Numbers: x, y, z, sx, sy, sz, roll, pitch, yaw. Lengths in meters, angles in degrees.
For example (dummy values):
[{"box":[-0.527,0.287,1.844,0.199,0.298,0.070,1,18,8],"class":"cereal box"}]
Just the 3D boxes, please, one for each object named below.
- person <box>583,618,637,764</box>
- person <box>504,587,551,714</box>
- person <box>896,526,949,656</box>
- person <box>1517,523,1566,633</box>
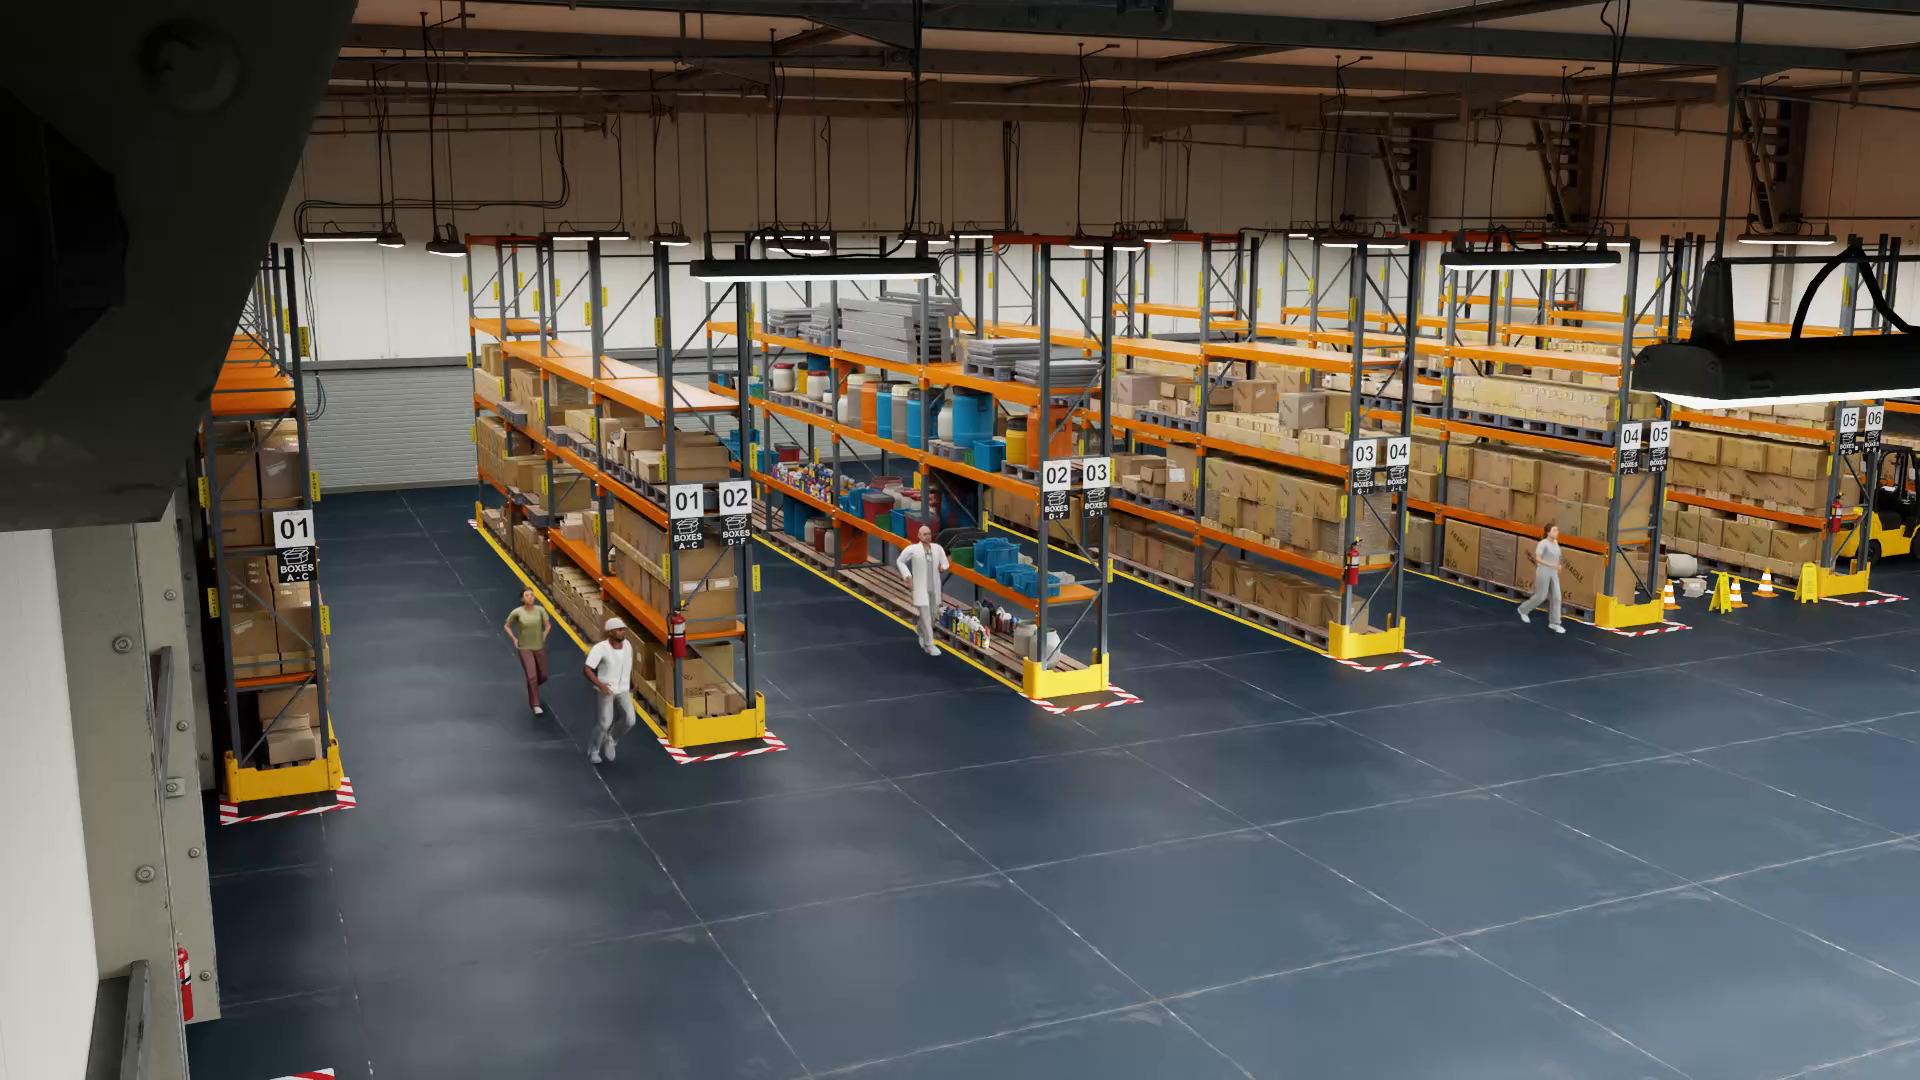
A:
[{"box":[-4.044,1.758,19.532,0.764,1.702,0.578,-11,15,-44],"class":"person"},{"box":[-5.590,1.403,21.606,0.586,1.628,0.752,-6,12,-28],"class":"person"},{"box":[-0.472,0.704,23.349,0.714,1.807,0.961,-5,12,-26],"class":"person"},{"box":[9.116,0.555,25.883,0.587,1.687,0.848,-7,13,-32],"class":"person"}]
